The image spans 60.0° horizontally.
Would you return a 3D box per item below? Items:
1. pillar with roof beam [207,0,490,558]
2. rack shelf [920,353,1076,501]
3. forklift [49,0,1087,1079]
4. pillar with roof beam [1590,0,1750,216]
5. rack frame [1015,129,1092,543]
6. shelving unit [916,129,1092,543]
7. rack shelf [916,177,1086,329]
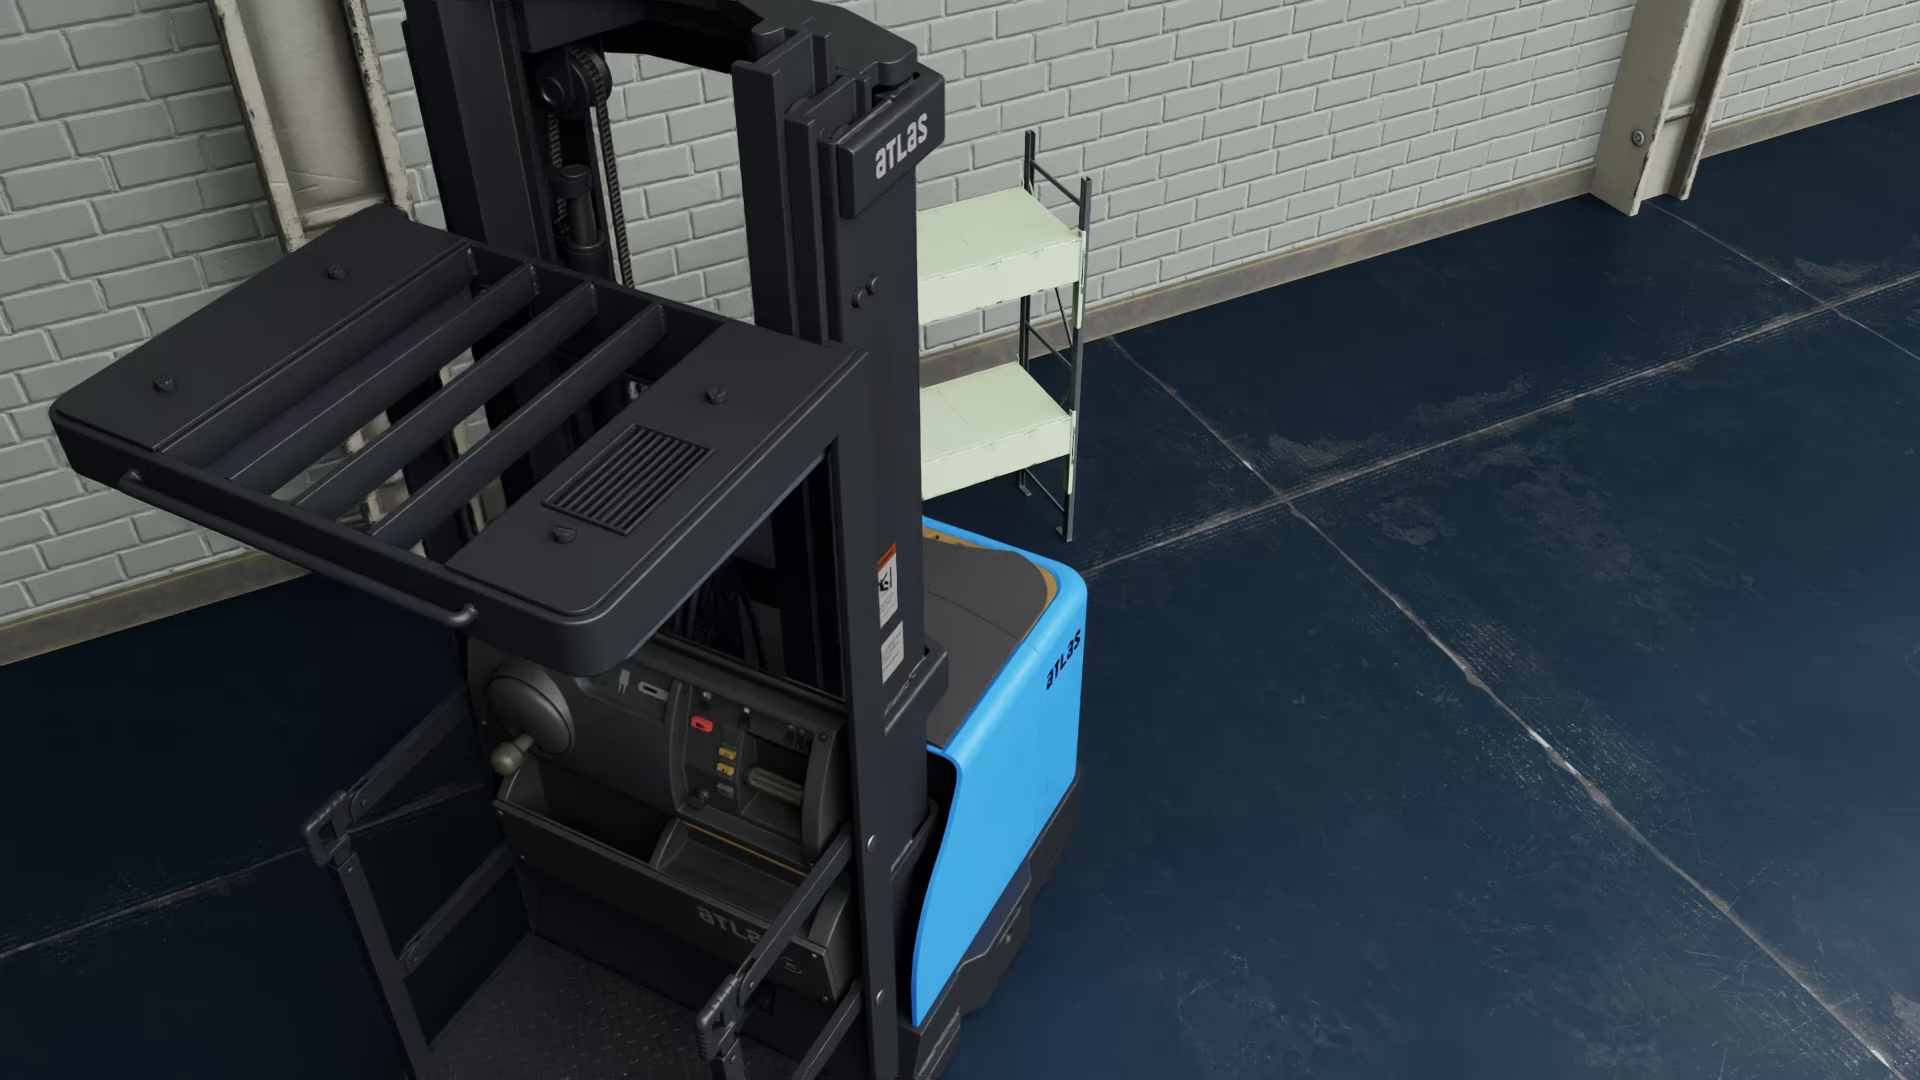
[{"bbox_3d":[0.040,-0.905,0.354,0.400,9.000,9.100,-19,44,-21],"label":"pillar with roof beam"},{"bbox_3d":[-0.006,-0.322,5.974,0.720,0.370,0.431,-19,44,-21],"label":"rack shelf"},{"bbox_3d":[-0.773,0.480,3.414,1.130,2.935,3.031,19,44,21],"label":"forklift"},{"bbox_3d":[5.361,-2.696,2.469,0.400,9.000,9.100,-19,44,-21],"label":"pillar with roof beam"},{"bbox_3d":[0.319,-0.680,5.892,0.023,1.500,0.400,-19,44,-21],"label":"rack frame"},{"bbox_3d":[-0.006,-0.570,5.763,0.755,1.500,0.431,-19,44,-21],"label":"shelving unit"},{"bbox_3d":[-0.006,-0.868,5.511,0.720,0.370,0.431,-19,44,-21],"label":"rack shelf"}]
